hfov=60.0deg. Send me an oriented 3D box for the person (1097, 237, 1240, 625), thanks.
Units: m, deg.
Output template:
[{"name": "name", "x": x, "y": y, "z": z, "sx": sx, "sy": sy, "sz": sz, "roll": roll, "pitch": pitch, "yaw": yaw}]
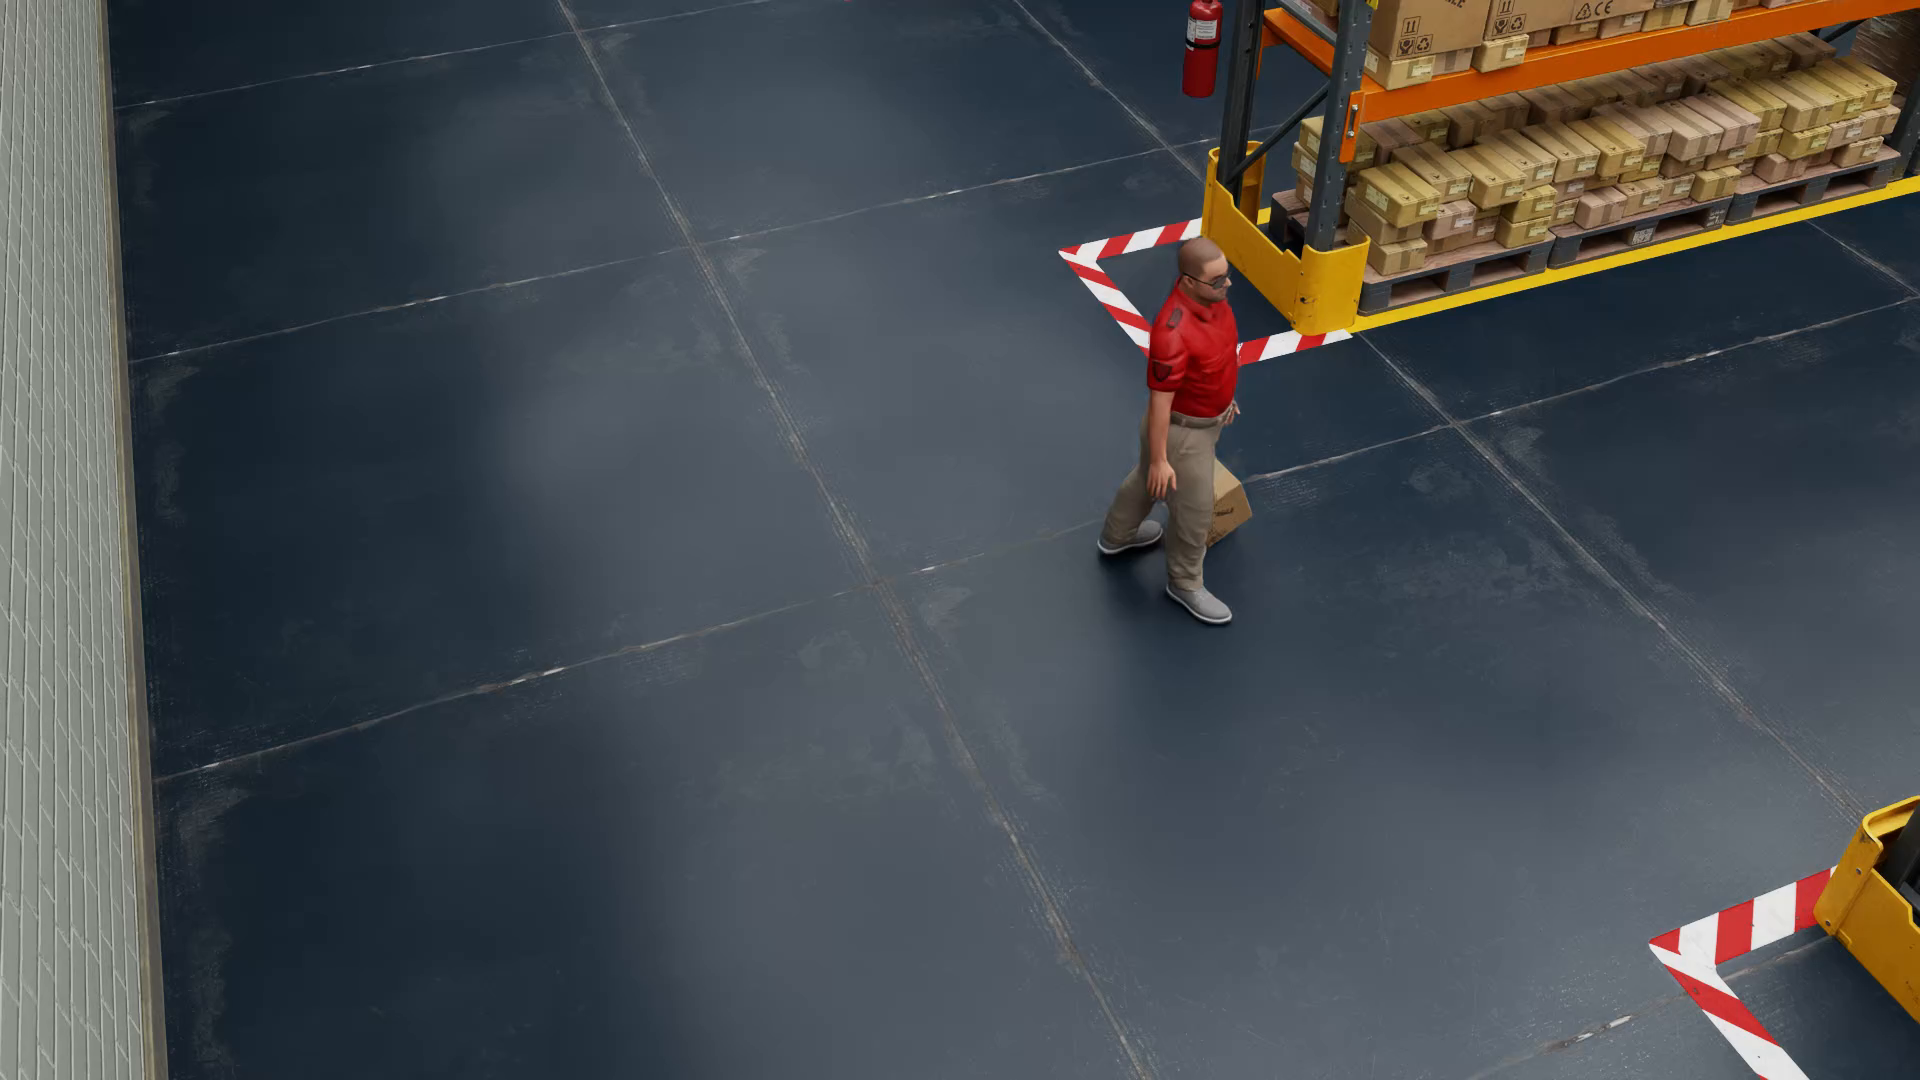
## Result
[{"name": "person", "x": 0.891, "y": -0.457, "z": 6.696, "sx": 0.658, "sy": 1.713, "sz": 0.635, "roll": 13, "pitch": 43, "yaw": 14}]
